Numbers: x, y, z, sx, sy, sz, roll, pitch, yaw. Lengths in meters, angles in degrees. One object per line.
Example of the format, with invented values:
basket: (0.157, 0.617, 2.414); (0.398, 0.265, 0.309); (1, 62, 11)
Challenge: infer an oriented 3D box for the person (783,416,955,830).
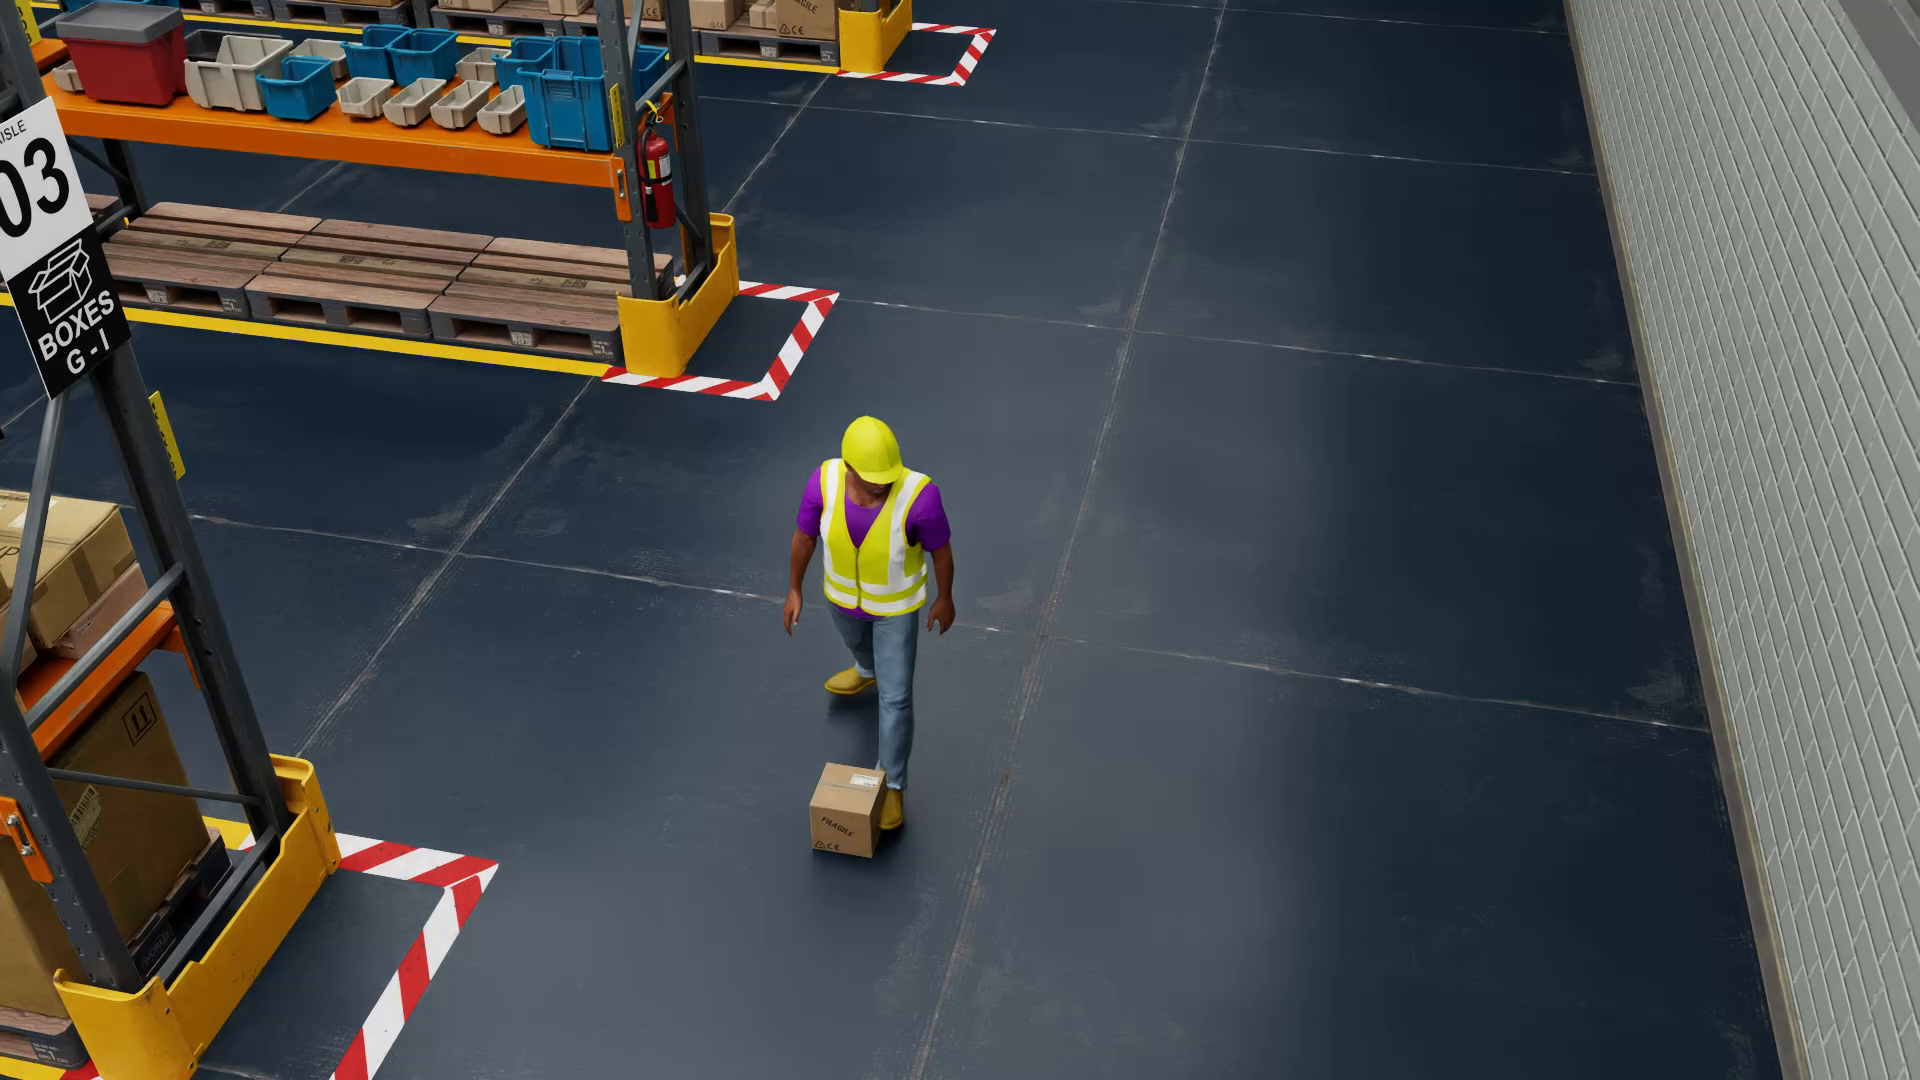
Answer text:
person: (-0.383, 0.219, 6.663); (0.675, 1.742, 0.927); (14, 39, 18)
